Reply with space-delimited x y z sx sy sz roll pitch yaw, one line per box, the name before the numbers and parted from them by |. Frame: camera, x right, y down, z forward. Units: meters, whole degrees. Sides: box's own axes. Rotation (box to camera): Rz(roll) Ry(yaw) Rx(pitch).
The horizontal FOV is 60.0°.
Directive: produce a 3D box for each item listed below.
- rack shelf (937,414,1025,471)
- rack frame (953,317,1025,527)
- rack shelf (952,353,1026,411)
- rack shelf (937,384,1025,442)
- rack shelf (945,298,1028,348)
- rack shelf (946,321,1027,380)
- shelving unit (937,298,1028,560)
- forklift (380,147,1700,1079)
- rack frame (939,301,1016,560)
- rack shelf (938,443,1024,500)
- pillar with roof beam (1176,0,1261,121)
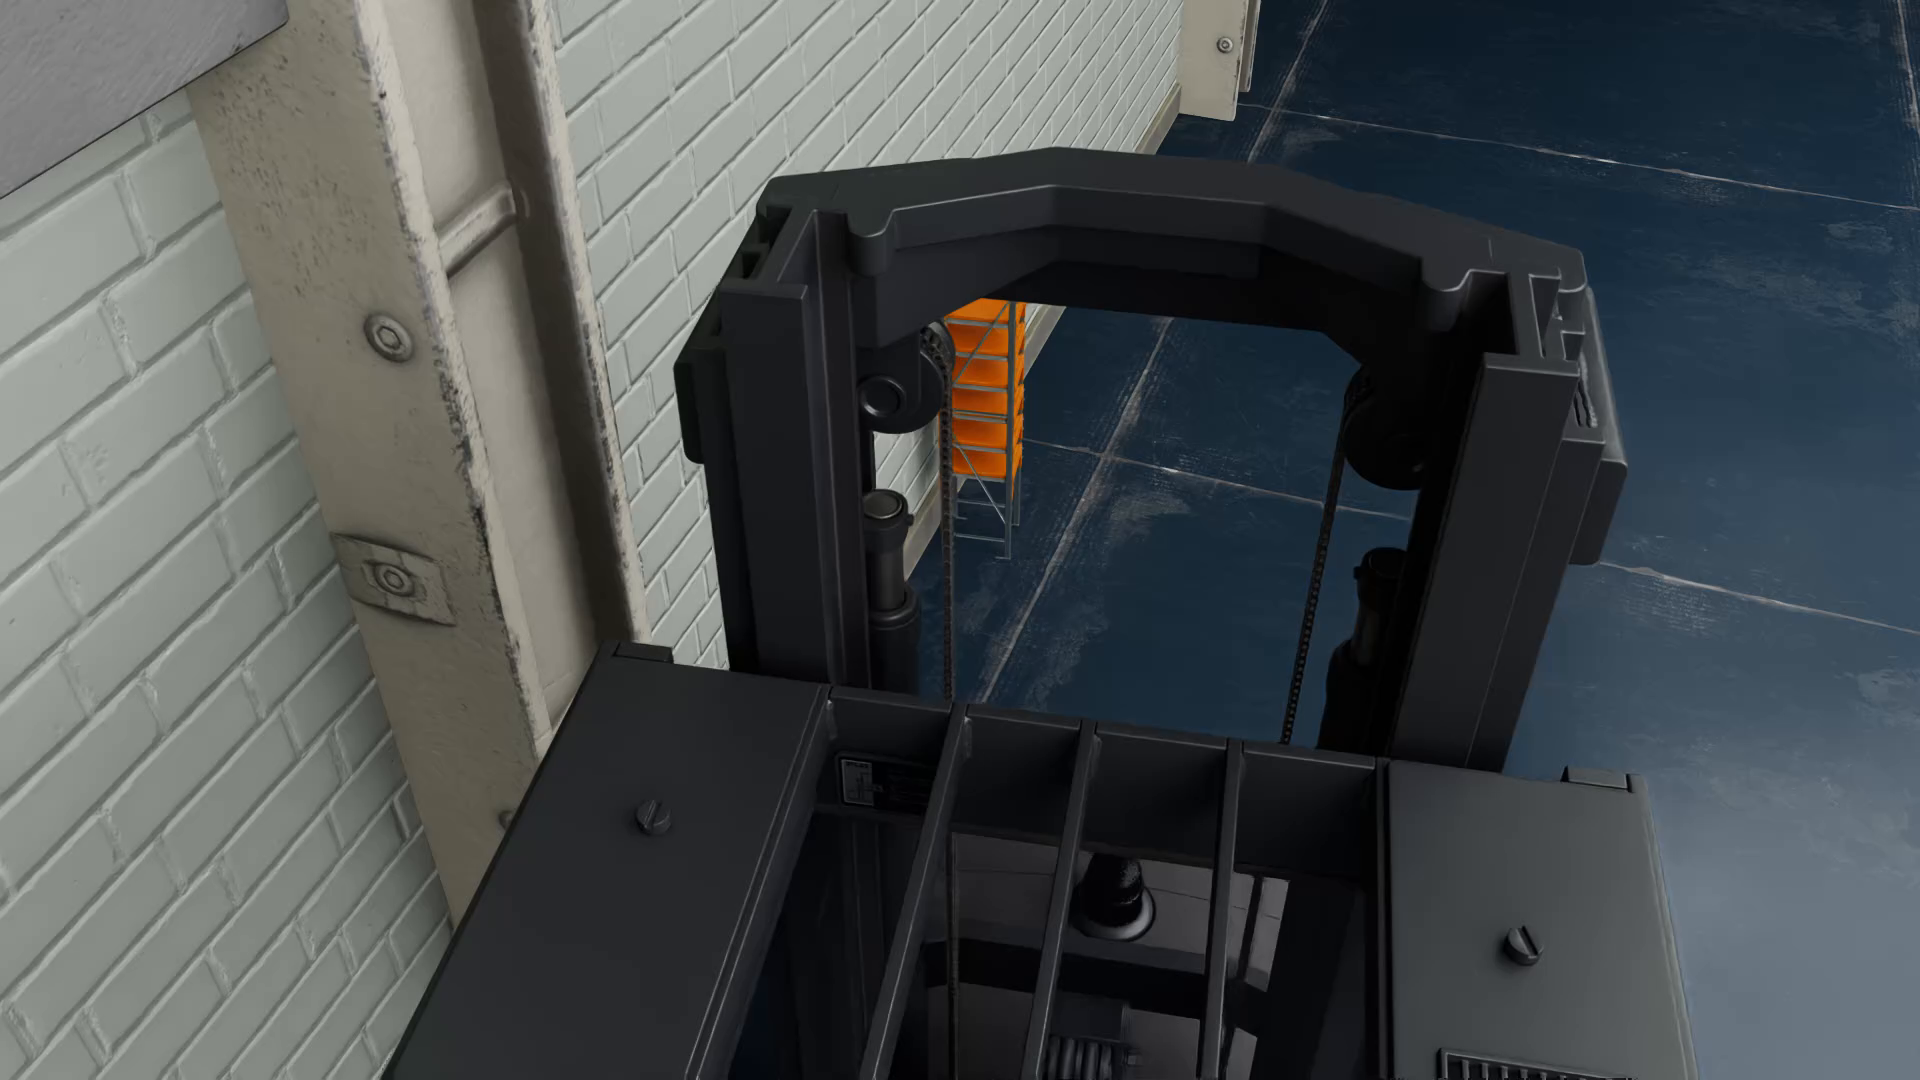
rack shelf | 0.070 -0.336 5.471 0.258 0.103 0.180 7 41 8
rack frame | 0.087 -0.519 5.433 0.240 1.200 0.006 7 41 8
rack shelf | 0.069 -0.518 5.315 0.258 0.103 0.180 7 41 8
rack shelf | 0.069 -0.427 5.393 0.258 0.103 0.180 7 41 8
rack shelf | 0.068 -0.700 5.159 0.258 0.103 0.180 7 41 8
rack shelf | 0.069 -0.609 5.237 0.258 0.103 0.180 7 41 8
shelving unit | 0.069 -0.461 5.364 0.258 1.200 0.189 7 41 8
forklift | 0.091 1.145 2.149 1.130 2.935 3.031 7 41 8
rack frame | 0.052 -0.402 5.296 0.240 1.200 0.006 7 41 8
rack shelf | 0.070 -0.244 5.549 0.258 0.103 0.180 7 41 8
pillar with roof beam | 5.306 -4.677 4.299 9.100 9.000 0.400 13 42 15
